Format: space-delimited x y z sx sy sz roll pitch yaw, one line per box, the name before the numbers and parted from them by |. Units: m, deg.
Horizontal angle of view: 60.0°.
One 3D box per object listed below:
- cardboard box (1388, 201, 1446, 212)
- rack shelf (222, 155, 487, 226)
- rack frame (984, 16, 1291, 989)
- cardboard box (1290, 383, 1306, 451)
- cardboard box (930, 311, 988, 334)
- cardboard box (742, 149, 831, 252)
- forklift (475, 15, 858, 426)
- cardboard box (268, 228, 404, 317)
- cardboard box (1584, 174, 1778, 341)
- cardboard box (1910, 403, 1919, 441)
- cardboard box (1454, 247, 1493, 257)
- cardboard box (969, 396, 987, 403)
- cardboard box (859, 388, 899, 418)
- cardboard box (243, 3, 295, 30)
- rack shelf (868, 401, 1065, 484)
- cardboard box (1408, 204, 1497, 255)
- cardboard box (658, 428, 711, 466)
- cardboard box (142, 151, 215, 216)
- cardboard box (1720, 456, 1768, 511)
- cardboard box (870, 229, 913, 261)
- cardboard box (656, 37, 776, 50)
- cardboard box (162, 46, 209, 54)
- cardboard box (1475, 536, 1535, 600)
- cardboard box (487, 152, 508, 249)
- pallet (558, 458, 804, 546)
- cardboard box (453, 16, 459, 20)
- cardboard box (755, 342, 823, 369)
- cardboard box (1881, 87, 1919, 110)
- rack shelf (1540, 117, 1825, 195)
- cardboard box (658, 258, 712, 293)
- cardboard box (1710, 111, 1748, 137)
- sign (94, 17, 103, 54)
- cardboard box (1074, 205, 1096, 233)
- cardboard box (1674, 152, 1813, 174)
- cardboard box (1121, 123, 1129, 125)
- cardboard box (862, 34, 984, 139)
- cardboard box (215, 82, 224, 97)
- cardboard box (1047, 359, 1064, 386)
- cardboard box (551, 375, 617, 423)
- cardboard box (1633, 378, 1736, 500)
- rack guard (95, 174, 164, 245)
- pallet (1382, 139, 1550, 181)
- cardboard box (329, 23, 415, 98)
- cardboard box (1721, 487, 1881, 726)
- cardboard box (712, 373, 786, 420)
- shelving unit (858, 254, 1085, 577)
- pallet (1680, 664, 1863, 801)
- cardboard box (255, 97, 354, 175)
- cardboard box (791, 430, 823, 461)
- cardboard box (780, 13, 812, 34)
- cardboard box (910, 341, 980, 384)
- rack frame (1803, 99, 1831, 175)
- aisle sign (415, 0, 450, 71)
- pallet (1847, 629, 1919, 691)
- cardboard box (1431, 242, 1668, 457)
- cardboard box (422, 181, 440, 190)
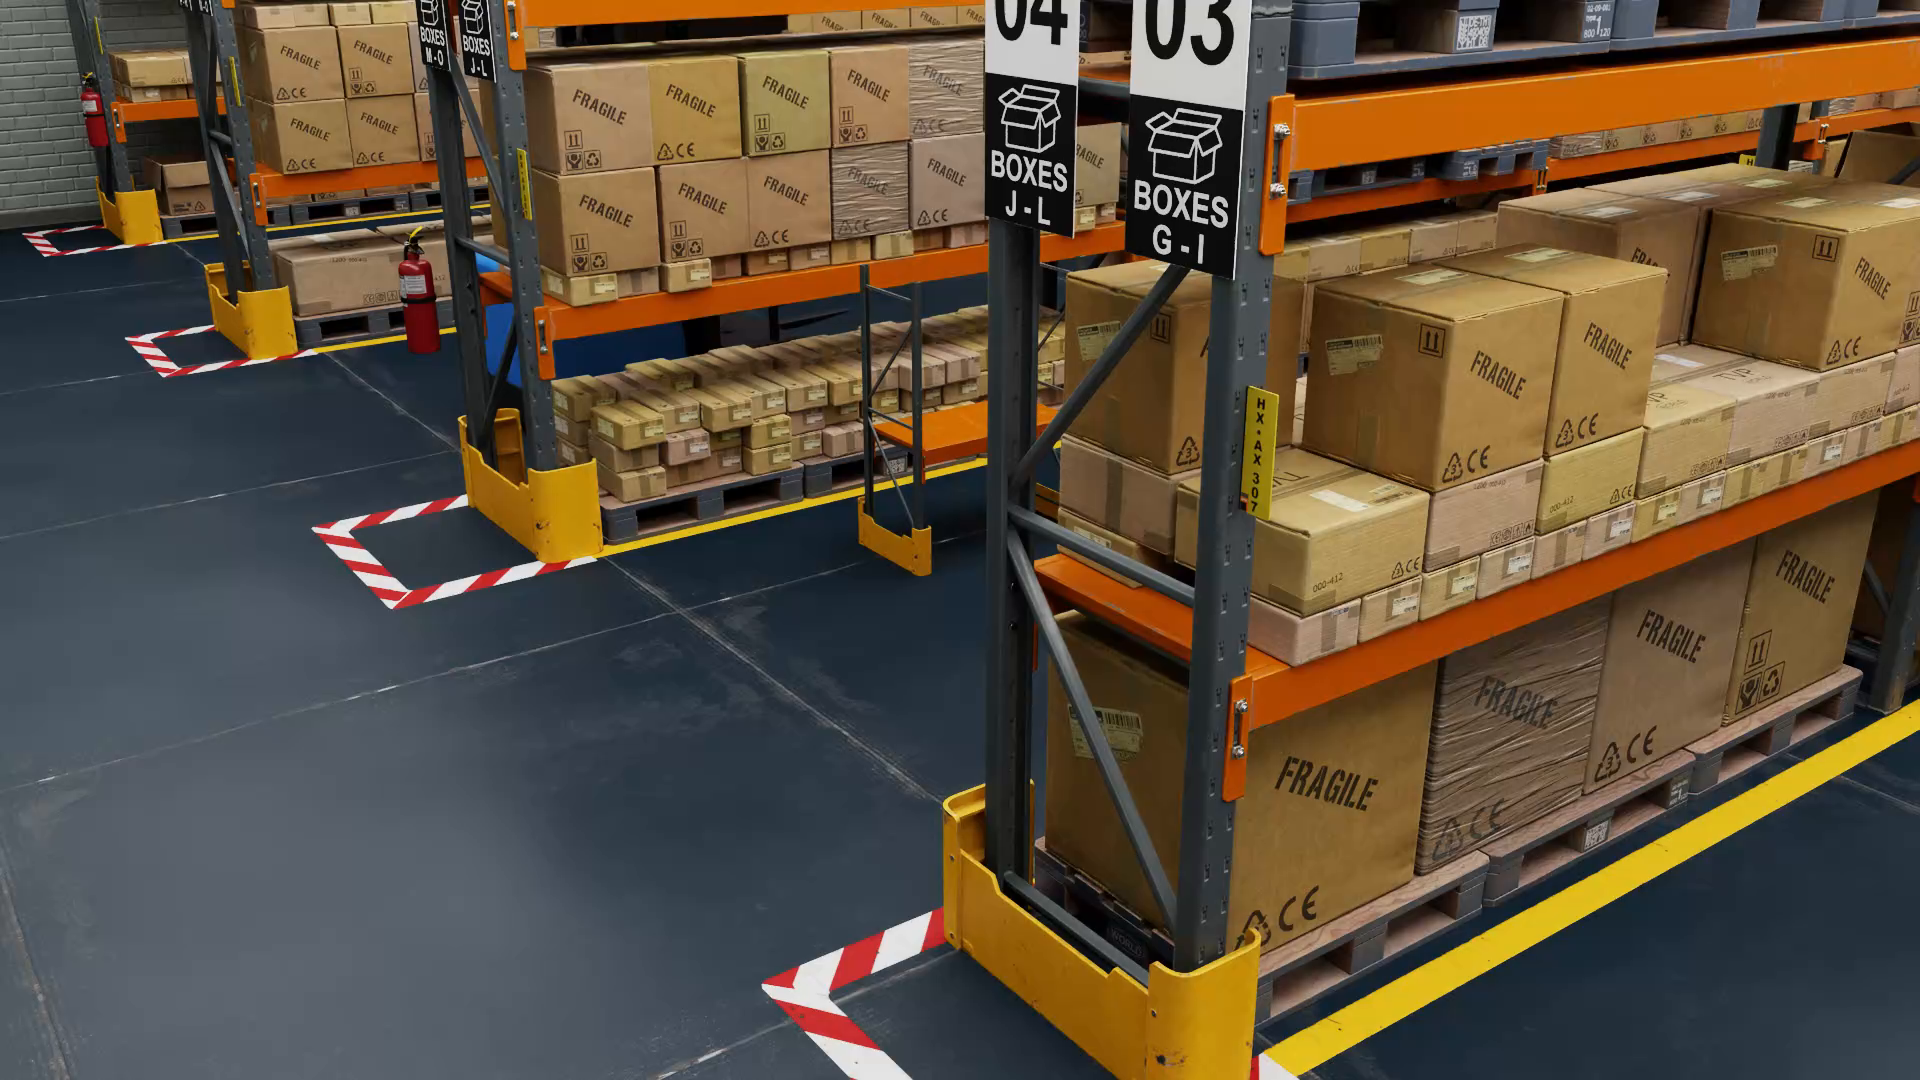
cardboard box | 3.397 -2.494 12.893 0.500 0.250 0.500 -16 27 -35
rack shelf | -3.745 -3.022 13.394 4.000 0.370 1.077 -15 26 -33
rack frame | 0.419 0.058 4.704 0.127 3.000 1.000 -15 26 -33
cardboard box | 1.070 -0.305 5.414 0.500 0.250 0.500 -15 26 -34
cardboard box | 0.016 -1.346 10.698 0.250 0.149 0.380 -15 26 -34
cardboard box | -1.045 -1.881 9.025 0.500 0.500 0.500 -15 26 -32
forklift | -1.789 -2.463 11.114 3.031 2.935 1.130 -18 28 -38
cardboard box | -4.891 -2.101 13.006 0.875 0.438 0.875 -16 27 -35
cardboard box | 2.724 -1.094 6.379 0.500 0.500 0.500 -15 26 -33
cardboard box | 3.610 -0.527 6.508 0.250 0.149 0.380 -15 26 -33
cardboard box | 3.717 -2.001 12.669 0.500 0.500 0.500 -15 26 -33
cardboard box | 0.011 -0.877 10.328 0.250 0.149 0.380 -16 27 -34
cardboard box | -0.565 -0.859 9.880 0.250 0.149 0.380 -14 25 -30
cardboard box | -4.918 -3.729 11.835 0.250 0.149 0.380 -14 26 -32
rack shelf | 0.069 -0.548 8.731 1.000 0.185 0.538 -15 26 -33
cardboard box | 3.696 -2.343 12.515 0.500 0.250 0.500 -16 27 -34
cardboard box | -1.565 -0.544 9.090 0.250 0.149 0.380 -15 26 -33
cardboard box | -7.718 -3.555 16.561 0.637 0.503 0.797 -16 27 -35
cardboard box | 2.567 -0.248 5.810 0.250 0.149 0.380 -15 26 -34
cardboard box | -0.471 -1.713 9.481 0.250 0.149 0.380 -14 26 -32
cardboard box | -1.341 -2.504 9.239 0.500 0.500 0.500 -13 25 -30
cardboard box | -7.633 -4.775 16.617 0.500 0.250 0.500 -15 26 -33
cardboard box | 1.526 0.029 5.116 0.250 0.149 0.380 -15 26 -34
cardboard box | -2.181 -1.815 8.862 0.500 0.500 0.500 -14 26 -32
pallet | -1.654 -0.343 9.470 1.213 0.211 1.003 -15 26 -33
cardboard box | -3.857 -4.005 12.528 0.250 0.149 0.380 -15 26 -32
cardboard box | -1.029 -1.061 9.986 0.250 0.149 0.380 -16 27 -35
cardboard box | 8.578 -4.414 15.708 0.550 0.550 0.875 -15 26 -33
rack shelf | 5.722 -3.286 14.056 4.000 0.370 1.077 -15 26 -33
cardboard box | -1.509 -1.421 8.748 0.250 0.149 0.380 -16 27 -34
cardboard box | 6.258 -3.688 13.956 0.500 0.500 0.500 -15 26 -32
sign | -7.953 -4.655 15.346 0.005 0.325 0.100 -15 26 -33
cardboard box | 0.611 -1.984 10.161 0.250 0.149 0.380 -16 27 -34
cardboard box | 6.894 -3.042 14.942 0.750 0.750 1.050 -15 26 -33
cardboard box | 1.063 -2.822 10.891 0.250 0.149 0.380 -14 25 -30
cardboard box | -0.212 -2.568 9.399 0.500 0.500 0.500 -14 26 -31
cardboard box | -7.230 -4.460 16.366 0.250 0.149 0.380 -14 26 -31
cardboard box | 0.569 -1.105 10.497 0.250 0.149 0.380 -16 27 -35
cardboard box | -2.114 -0.794 9.317 0.250 0.149 0.380 -15 26 -32
cardboard box | 2.215 -0.370 5.577 0.500 0.250 0.500 -16 27 -34
rack guard | -8.209 -3.271 16.420 0.348 0.500 1.175 -15 26 -33
pallet | 3.582 -2.912 12.406 1.003 0.211 1.213 -15 26 -33
cardboard box | -4.397 -3.566 12.303 0.500 0.500 0.500 -16 27 -34
cardboard box | 3.084 0.103 6.892 0.875 0.875 0.875 -15 26 -33
cardboard box | -1.186 -0.805 9.344 0.250 0.149 0.380 -16 27 -35
shelving unit | 0.062 -0.713 8.660 1.083 1.500 0.587 -15 26 -33
pallet | 3.003 0.628 7.037 1.213 0.211 1.003 -15 26 -33
cardboard box | -4.811 -2.987 12.201 0.500 0.500 0.500 -15 26 -33
cardboard box | -0.998 -0.588 9.601 0.250 0.149 0.380 -15 26 -33
cardboard box | -1.596 -4.309 14.163 0.500 0.500 0.500 -15 26 -32
cardboard box | -0.089 -1.071 10.012 0.250 0.149 0.380 -16 27 -35
rack frame | 7.346 -4.054 15.007 0.127 3.000 1.000 -15 26 -33
aisle sign | -2.630 -2.738 8.203 0.004 0.787 0.394 -15 26 -33
pallet | 4.249 0.298 7.866 1.213 0.211 1.003 -15 26 -33
cardboard box | 1.790 -0.604 5.151 0.500 0.500 0.500 -16 27 -34
cardboard box | -5.594 -3.921 17.797 0.258 0.266 0.396 -14 26 -31
